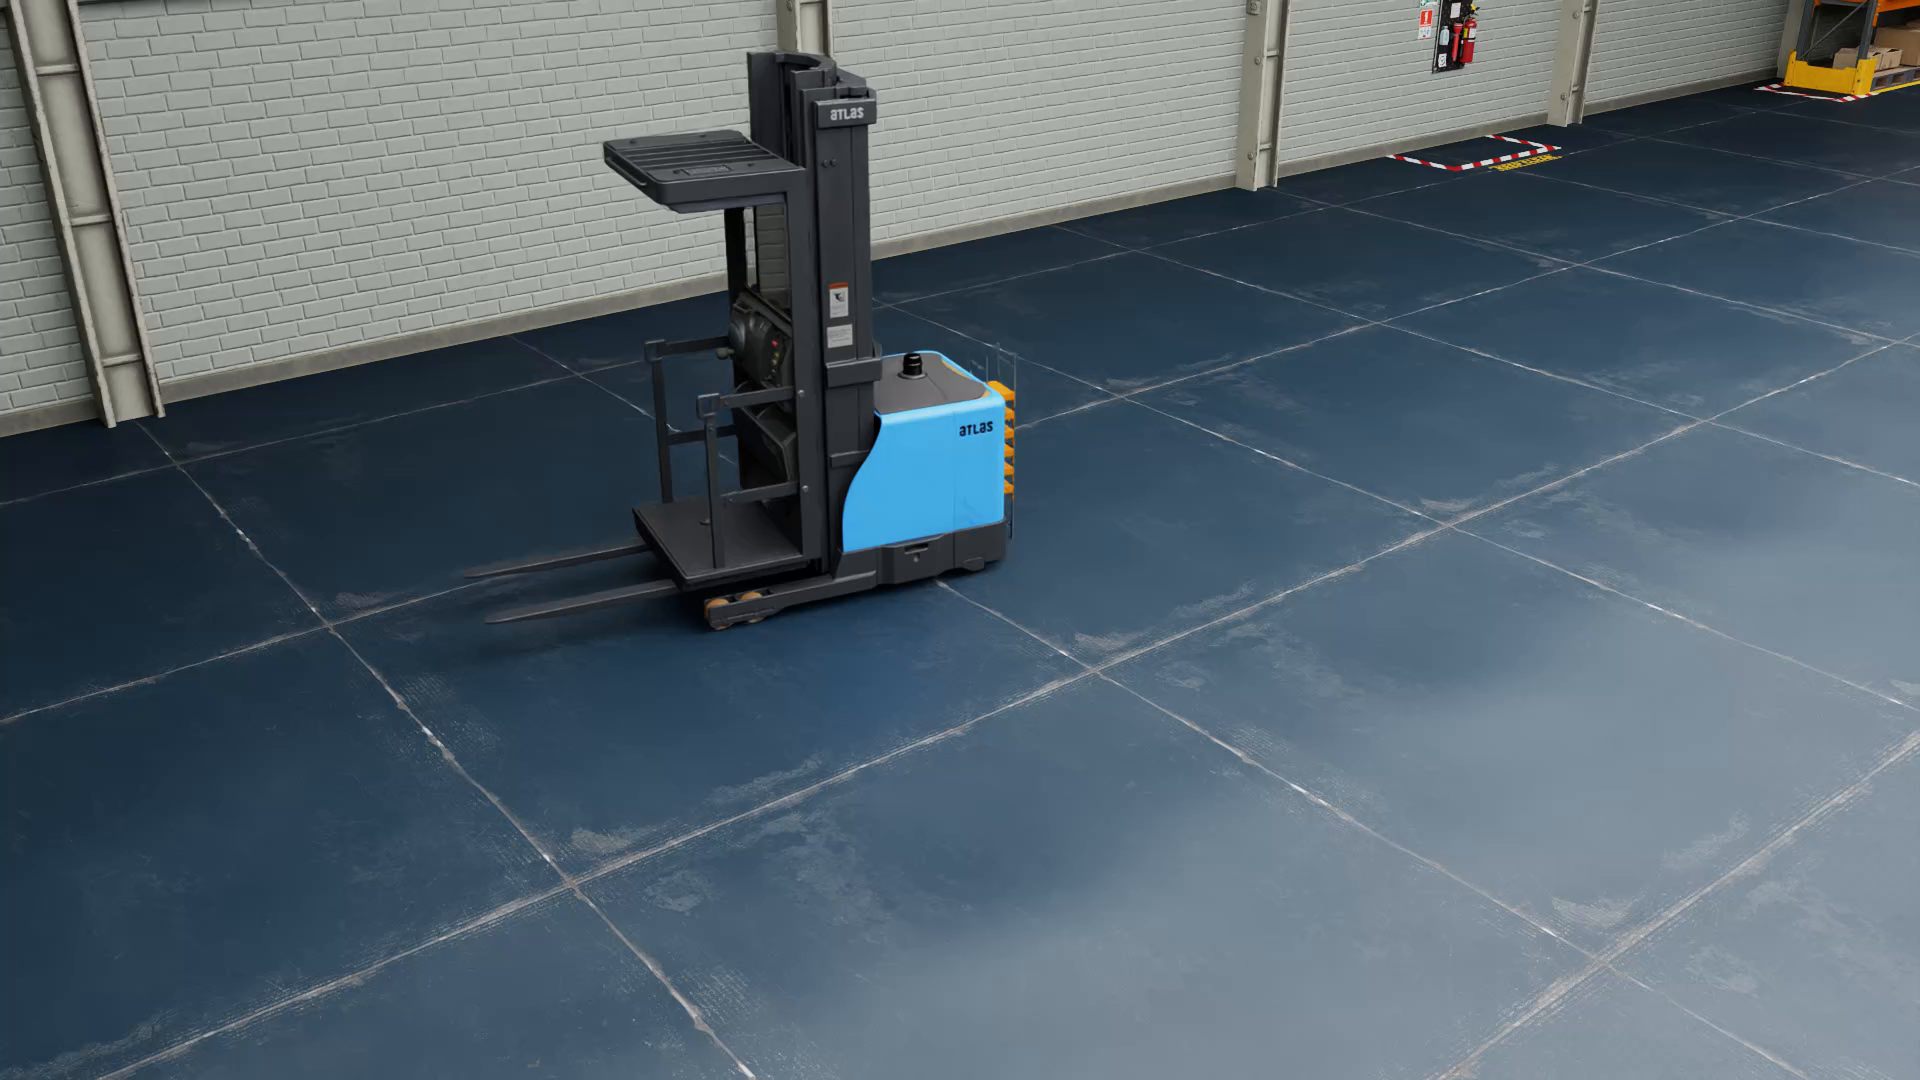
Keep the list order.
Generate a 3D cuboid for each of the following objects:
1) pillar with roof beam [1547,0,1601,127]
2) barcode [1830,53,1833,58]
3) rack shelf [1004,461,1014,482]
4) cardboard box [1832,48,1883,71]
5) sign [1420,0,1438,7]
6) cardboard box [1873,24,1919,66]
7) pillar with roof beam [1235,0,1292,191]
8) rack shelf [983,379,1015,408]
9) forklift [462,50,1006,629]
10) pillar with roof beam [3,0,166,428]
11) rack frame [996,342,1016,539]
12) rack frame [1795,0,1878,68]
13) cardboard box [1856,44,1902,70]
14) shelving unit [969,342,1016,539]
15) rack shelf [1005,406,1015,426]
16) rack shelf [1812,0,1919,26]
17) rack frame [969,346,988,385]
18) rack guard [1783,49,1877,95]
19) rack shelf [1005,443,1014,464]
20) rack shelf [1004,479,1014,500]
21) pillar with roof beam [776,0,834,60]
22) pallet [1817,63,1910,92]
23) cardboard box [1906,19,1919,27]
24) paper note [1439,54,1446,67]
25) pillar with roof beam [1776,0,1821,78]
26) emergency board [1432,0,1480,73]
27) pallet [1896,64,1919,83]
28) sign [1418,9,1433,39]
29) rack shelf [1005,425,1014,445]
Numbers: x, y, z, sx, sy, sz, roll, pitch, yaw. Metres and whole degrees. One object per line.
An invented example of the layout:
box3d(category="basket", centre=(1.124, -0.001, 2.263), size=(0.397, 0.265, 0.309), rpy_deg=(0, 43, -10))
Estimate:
box3d(category="pillar with roof beam", centre=(10.739, -8.241, 17.318), size=(0.400, 9.000, 9.100), rpy_deg=(-18, 31, -34))
box3d(category="barcode", centre=(13.154, -7.308, 25.093), size=(0.075, 0.075, 0.001), rpy_deg=(-18, 31, -34))
box3d(category="rack shelf", centre=(0.191, -0.429, 10.139), size=(0.180, 0.103, 0.258), rpy_deg=(-11, 27, -23))
box3d(category="cardboard box", centre=(13.387, -7.166, 24.799), size=(0.500, 0.311, 0.500), rpy_deg=(-23, 33, -40))
box3d(category="sign", centre=(5.624, -6.462, 19.939), size=(0.331, 0.109, 0.001), rpy_deg=(-18, 31, -34))
box3d(category="cardboard box", centre=(14.443, -7.574, 25.453), size=(0.500, 0.500, 0.700), rpy_deg=(-21, 32, -37))
box3d(category="pillar with roof beam", centre=(6.017, -6.683, 13.960), size=(0.400, 9.000, 9.100), rpy_deg=(-18, 31, -34))
box3d(category="rack shelf", centre=(0.191, -0.864, 9.937), size=(0.180, 0.103, 0.258), rpy_deg=(-11, 27, -23))
box3d(category="forklift", centre=(-1.285, -1.089, 9.115), size=(3.031, 2.935, 1.130), rpy_deg=(-11, 27, -23))
box3d(category="pillar with roof beam", centre=(-3.426, -3.565, 7.243), size=(0.400, 9.000, 9.100), rpy_deg=(-18, 31, -34))
box3d(category="rack frame", centre=(0.274, -0.595, 10.106), size=(0.006, 1.200, 0.240), rpy_deg=(-11, 27, -23))
box3d(category="rack frame", centre=(12.787, -8.036, 24.003), size=(0.127, 3.000, 1.000), rpy_deg=(-18, 31, -34))
box3d(category="cardboard box", centre=(13.835, -7.314, 25.118), size=(0.500, 0.311, 0.500), rpy_deg=(-15, 29, -30))
box3d(category="shelving unit", centre=(0.191, -0.578, 10.070), size=(0.189, 1.200, 0.258), rpy_deg=(-11, 27, -23))
box3d(category="rack shelf", centre=(0.191, -0.755, 9.988), size=(0.180, 0.103, 0.258), rpy_deg=(-11, 27, -23))
box3d(category="rack shelf", centre=(14.360, -8.230, 25.274), size=(4.000, 0.370, 1.077), rpy_deg=(-18, 31, -34))
box3d(category="rack frame", centre=(0.109, -0.561, 10.035), size=(0.006, 1.200, 0.240), rpy_deg=(-11, 27, -23))
box3d(category="rack guard", centre=(12.846, -6.922, 24.571), size=(0.348, 0.500, 1.175), rpy_deg=(-18, 31, -34))
box3d(category="rack shelf", centre=(0.191, -0.538, 10.089), size=(0.180, 0.103, 0.258), rpy_deg=(-11, 27, -23))
box3d(category="rack shelf", centre=(0.191, -0.320, 10.190), size=(0.180, 0.103, 0.258), rpy_deg=(-11, 27, -23))
box3d(category="pillar with roof beam", centre=(1.296, -5.124, 10.601), size=(0.400, 9.000, 9.100), rpy_deg=(-18, 31, -34))
box3d(category="pallet", centre=(13.507, -6.991, 25.062), size=(1.213, 0.211, 1.003), rpy_deg=(-18, 31, -34))
box3d(category="cardboard box", centre=(15.142, -7.858, 26.066), size=(0.500, 0.500, 0.500), rpy_deg=(-21, 32, -38))
box3d(category="paper note", centre=(5.932, -5.894, 20.433), size=(0.142, 0.148, 0.016), rpy_deg=(-18, 31, -34))
box3d(category="pillar with roof beam", centre=(15.460, -9.800, 20.676), size=(0.400, 9.000, 9.100), rpy_deg=(-18, 31, -34))
box3d(category="emergency board", centre=(6.114, -6.317, 20.298), size=(0.643, 1.169, 0.194), rpy_deg=(-18, 31, -34))
box3d(category="pallet", centre=(14.467, -7.306, 25.741), size=(1.213, 0.211, 1.003), rpy_deg=(-18, 31, -34))
box3d(category="sign", centre=(5.615, -6.224, 20.054), size=(0.234, 0.329, 0.001), rpy_deg=(-18, 31, -34))
box3d(category="rack shelf", centre=(0.191, -0.647, 10.038), size=(0.180, 0.103, 0.258), rpy_deg=(-11, 27, -23))
